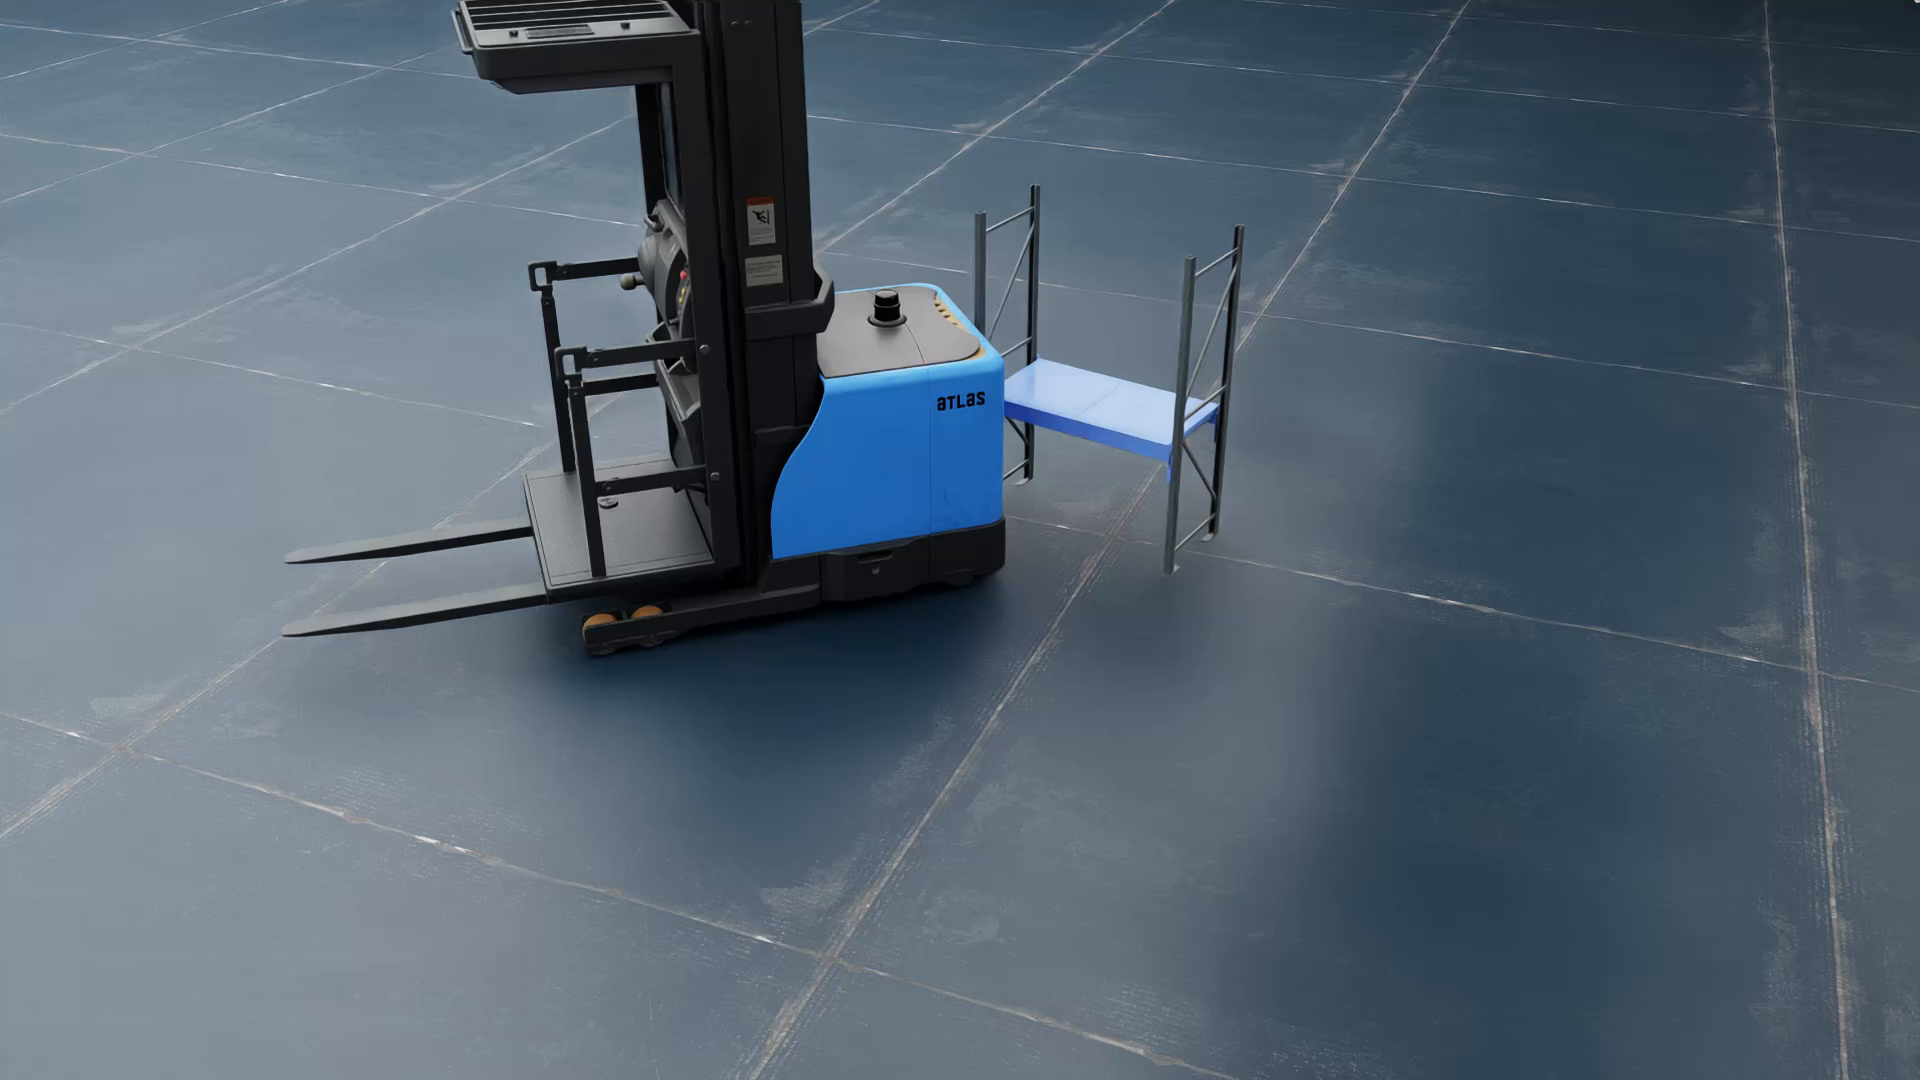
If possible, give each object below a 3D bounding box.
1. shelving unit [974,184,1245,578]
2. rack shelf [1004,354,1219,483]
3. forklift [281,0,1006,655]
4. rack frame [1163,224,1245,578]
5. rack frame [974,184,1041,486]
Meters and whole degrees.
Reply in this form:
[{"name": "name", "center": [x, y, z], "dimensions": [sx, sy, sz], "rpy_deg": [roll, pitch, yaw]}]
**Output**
[{"name": "shelving unit", "center": [0.638, -0.726, 7.510], "dimensions": [1.048, 1.500, 0.538], "rpy_deg": [18, 34, 29]}, {"name": "rack shelf", "center": [0.638, -0.569, 7.599], "dimensions": [1.000, 0.185, 0.538], "rpy_deg": [18, 34, 29]}, {"name": "forklift", "center": [-1.374, -1.093, 6.704], "dimensions": [3.031, 2.935, 1.130], "rpy_deg": [-9, 31, -16]}, {"name": "rack frame", "center": [1.061, -0.587, 7.264], "dimensions": [0.032, 1.500, 0.500], "rpy_deg": [18, 34, 29]}, {"name": "rack frame", "center": [0.216, -0.865, 7.756], "dimensions": [0.032, 1.500, 0.500], "rpy_deg": [18, 34, 29]}]
